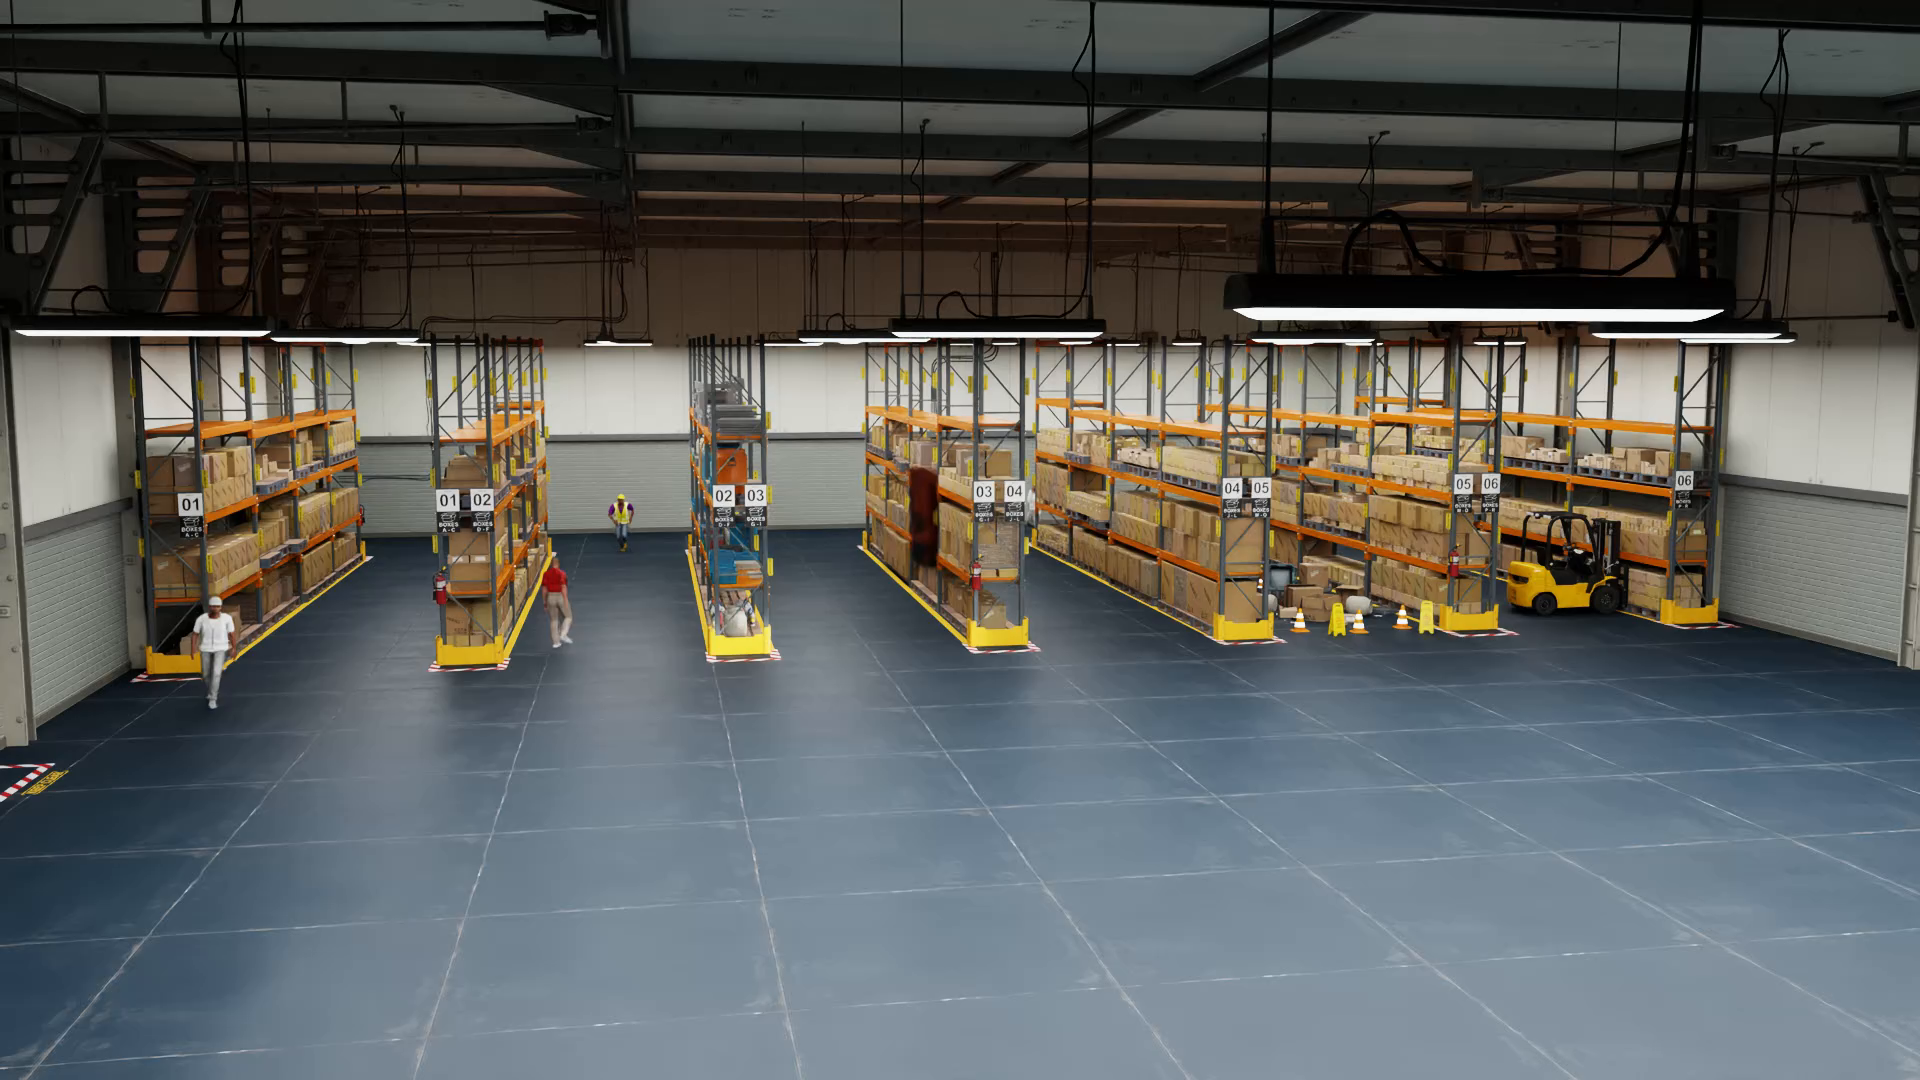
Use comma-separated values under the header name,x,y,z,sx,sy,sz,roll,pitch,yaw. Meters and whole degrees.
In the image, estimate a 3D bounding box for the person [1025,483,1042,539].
name,x,y,z,sx,sy,sz,roll,pitch,yaw
person,2.233,-0.874,49.829,0.453,1.798,0.576,-4,7,-29

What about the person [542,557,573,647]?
name,x,y,z,sx,sy,sz,roll,pitch,yaw
person,-7.767,1.199,32.028,0.598,1.715,0.493,0,7,1

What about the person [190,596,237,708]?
name,x,y,z,sx,sy,sz,roll,pitch,yaw
person,-12.072,1.799,26.894,0.665,1.769,0.748,-2,7,-18

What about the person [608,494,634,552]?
name,x,y,z,sx,sy,sz,roll,pitch,yaw
person,-9.564,-0.480,46.978,0.695,1.660,0.714,0,7,-2
